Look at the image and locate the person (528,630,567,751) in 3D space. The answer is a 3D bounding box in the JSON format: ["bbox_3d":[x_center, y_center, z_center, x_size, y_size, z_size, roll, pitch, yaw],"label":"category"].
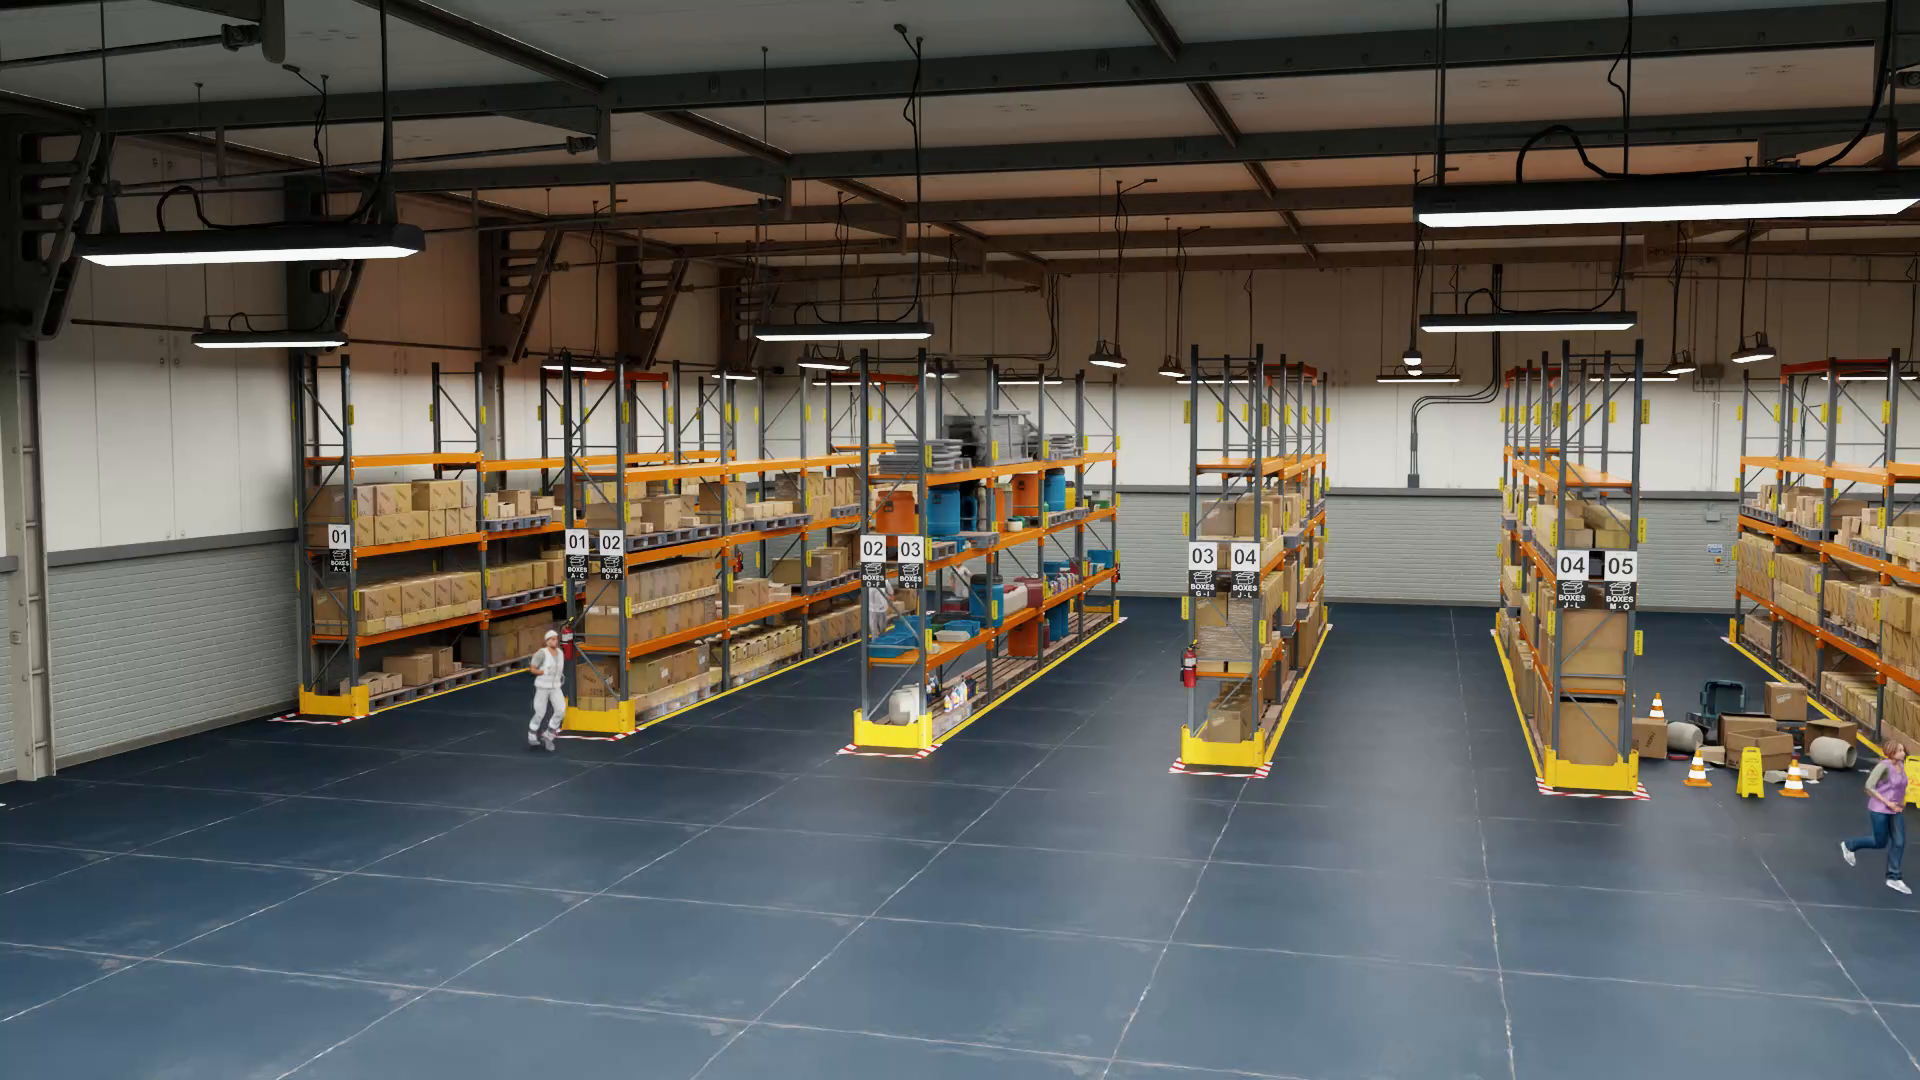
[{"bbox_3d":[-6.134,2.257,24.926,0.655,1.814,0.719,-4,6,-44],"label":"person"}]

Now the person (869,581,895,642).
[{"bbox_3d":[-1.618,1.415,32.473,0.707,1.782,0.933,1,4,11],"label":"person"}]

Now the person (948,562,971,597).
[{"bbox_3d":[-0.004,1.202,40.099,0.592,1.611,0.624,0,4,2],"label":"person"}]

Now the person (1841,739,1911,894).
[{"bbox_3d":[9.835,2.897,17.753,0.566,1.587,0.817,-2,5,-28],"label":"person"}]
